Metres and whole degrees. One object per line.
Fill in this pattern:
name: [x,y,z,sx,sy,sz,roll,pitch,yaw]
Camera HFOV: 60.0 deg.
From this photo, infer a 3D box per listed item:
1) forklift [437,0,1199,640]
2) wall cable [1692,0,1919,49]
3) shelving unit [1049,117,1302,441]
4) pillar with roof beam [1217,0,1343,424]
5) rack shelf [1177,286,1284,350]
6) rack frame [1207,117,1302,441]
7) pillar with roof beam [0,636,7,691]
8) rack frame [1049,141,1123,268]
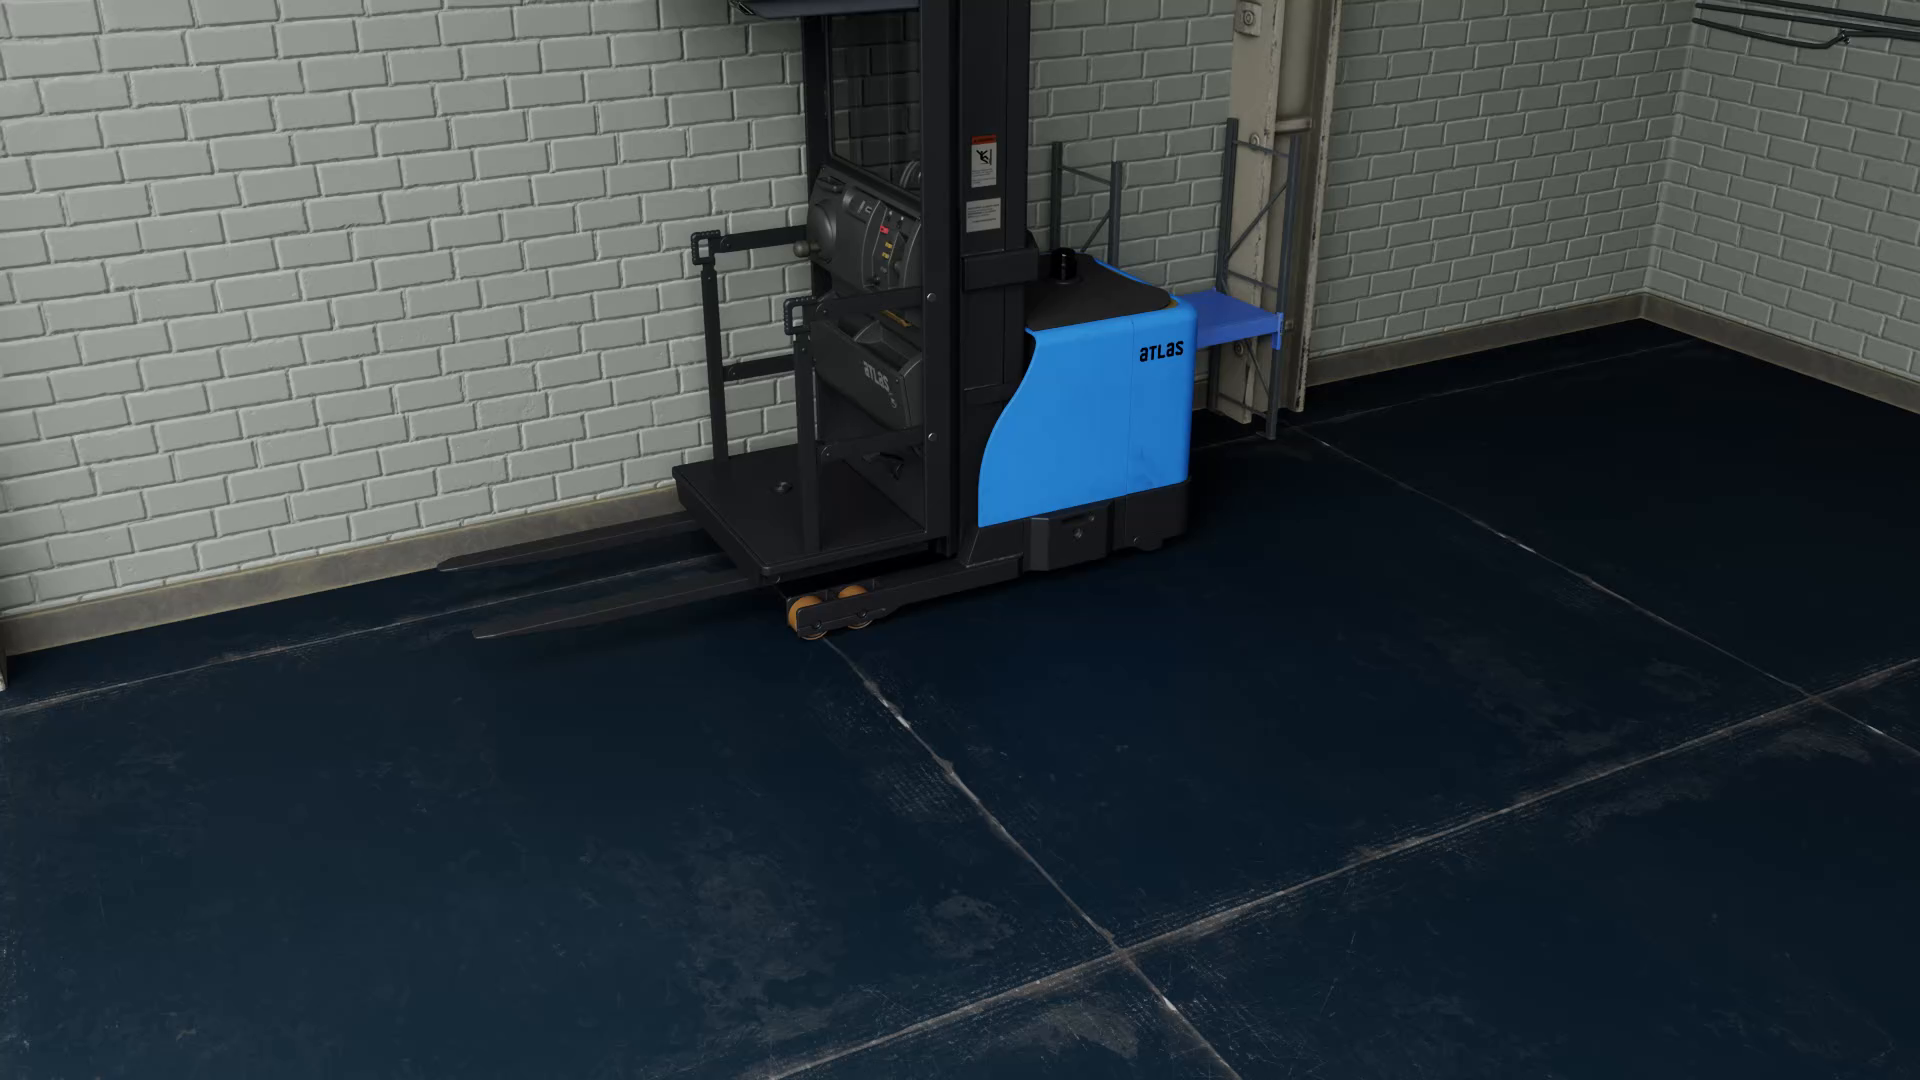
forklift: [-0.559,-1.196,6.354,3.031,2.935,1.130,-13,28,-25]
wall cable: [4.768,-3.444,7.613,0.112,2.526,3.097,-13,29,-25]
shelving unit: [0.994,-1.153,7.909,1.048,1.500,0.538,-15,29,-28]
pillar with roof beam: [3.572,-3.105,3.319,0.400,9.000,9.100,-13,29,-25]
rack shelf: [0.993,-0.991,7.986,1.000,0.185,0.538,-15,29,-28]
rack frame: [1.428,-1.267,8.147,0.032,1.500,0.500,-15,29,-28]
pillar with roof beam: [-1.722,-1.882,0.774,0.400,9.000,9.100,-13,29,-25]
rack frame: [0.559,-1.040,7.671,0.032,1.500,0.500,-15,29,-28]
